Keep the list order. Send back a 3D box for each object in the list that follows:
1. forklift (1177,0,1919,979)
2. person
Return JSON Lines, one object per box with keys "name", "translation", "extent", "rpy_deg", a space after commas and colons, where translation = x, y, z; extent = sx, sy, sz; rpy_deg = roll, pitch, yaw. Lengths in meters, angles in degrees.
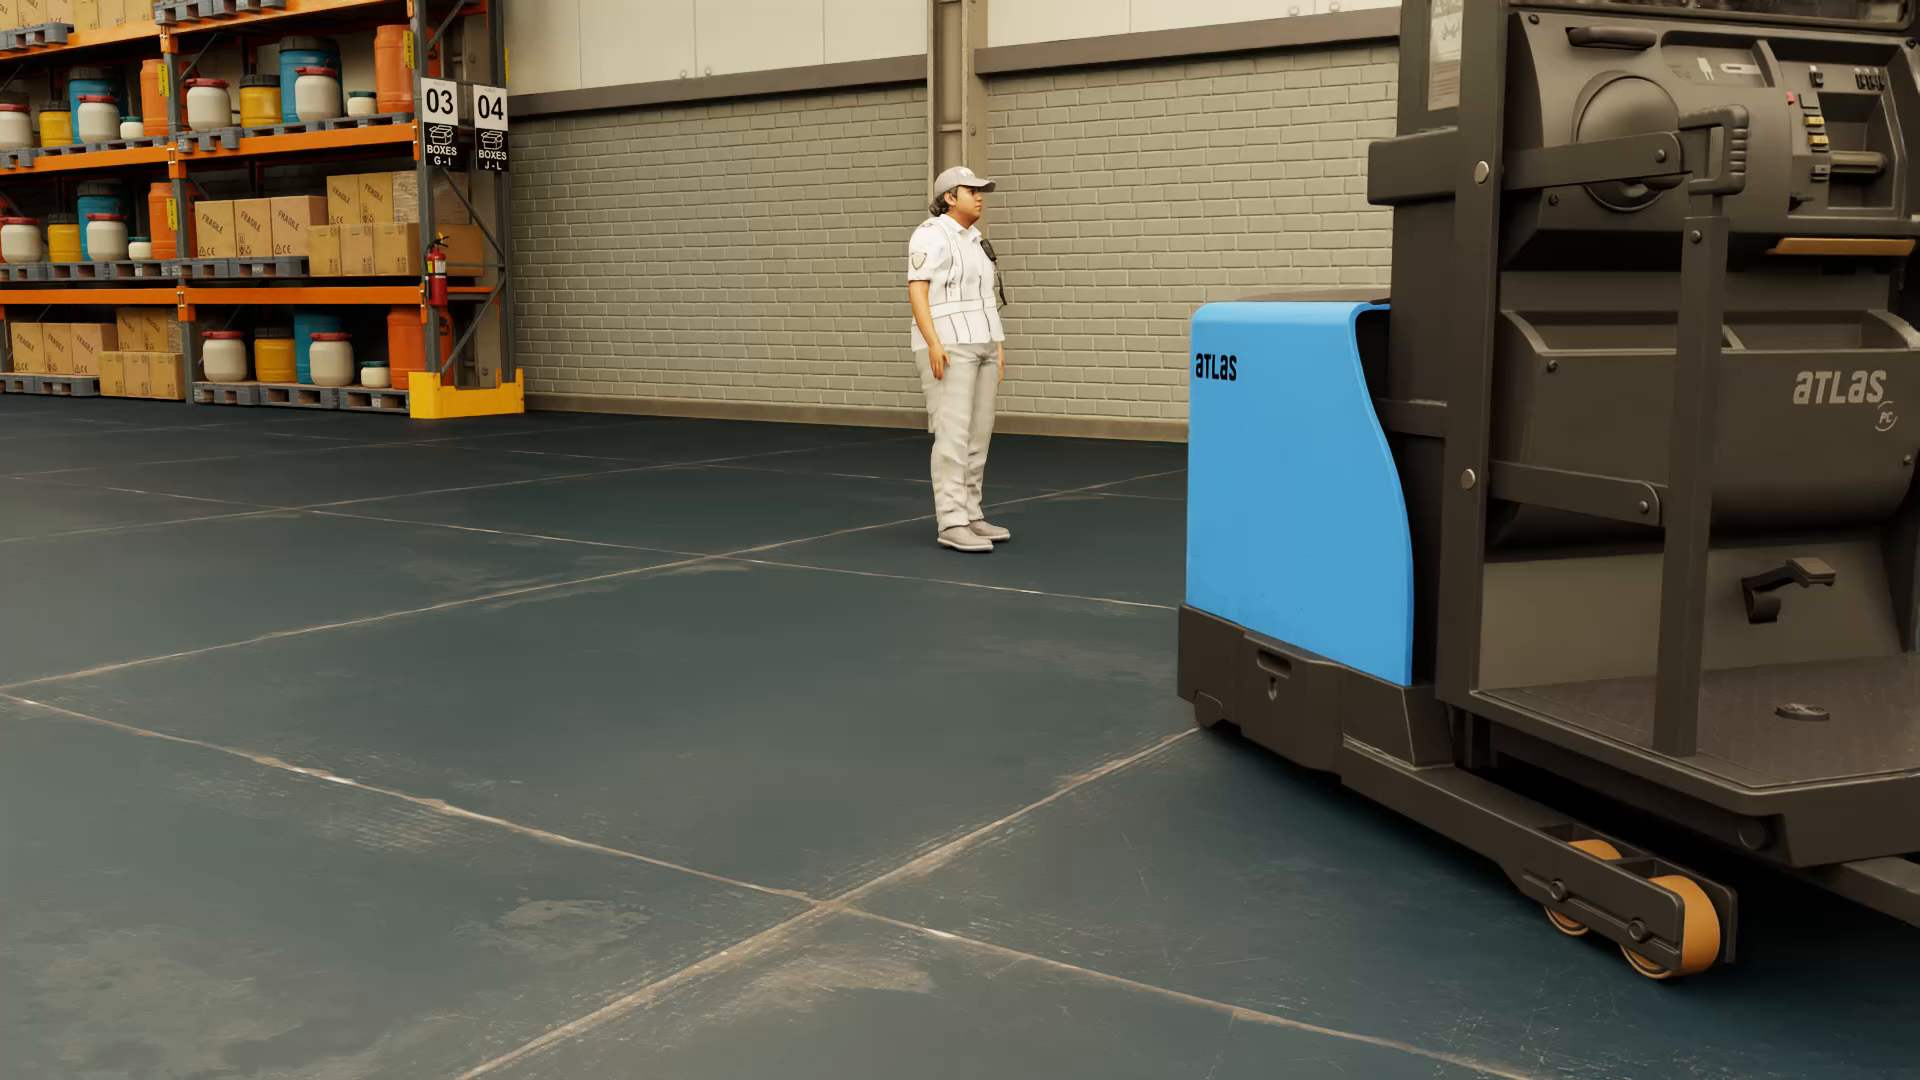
{"name": "forklift", "translation": [1.518, -0.812, 2.901], "extent": [1.130, 2.935, 3.031], "rpy_deg": [-3, 9, -19]}
{"name": "person", "translation": [0.051, -0.823, 7.424], "extent": [0.529, 1.670, 0.598], "rpy_deg": [5, 10, 34]}
